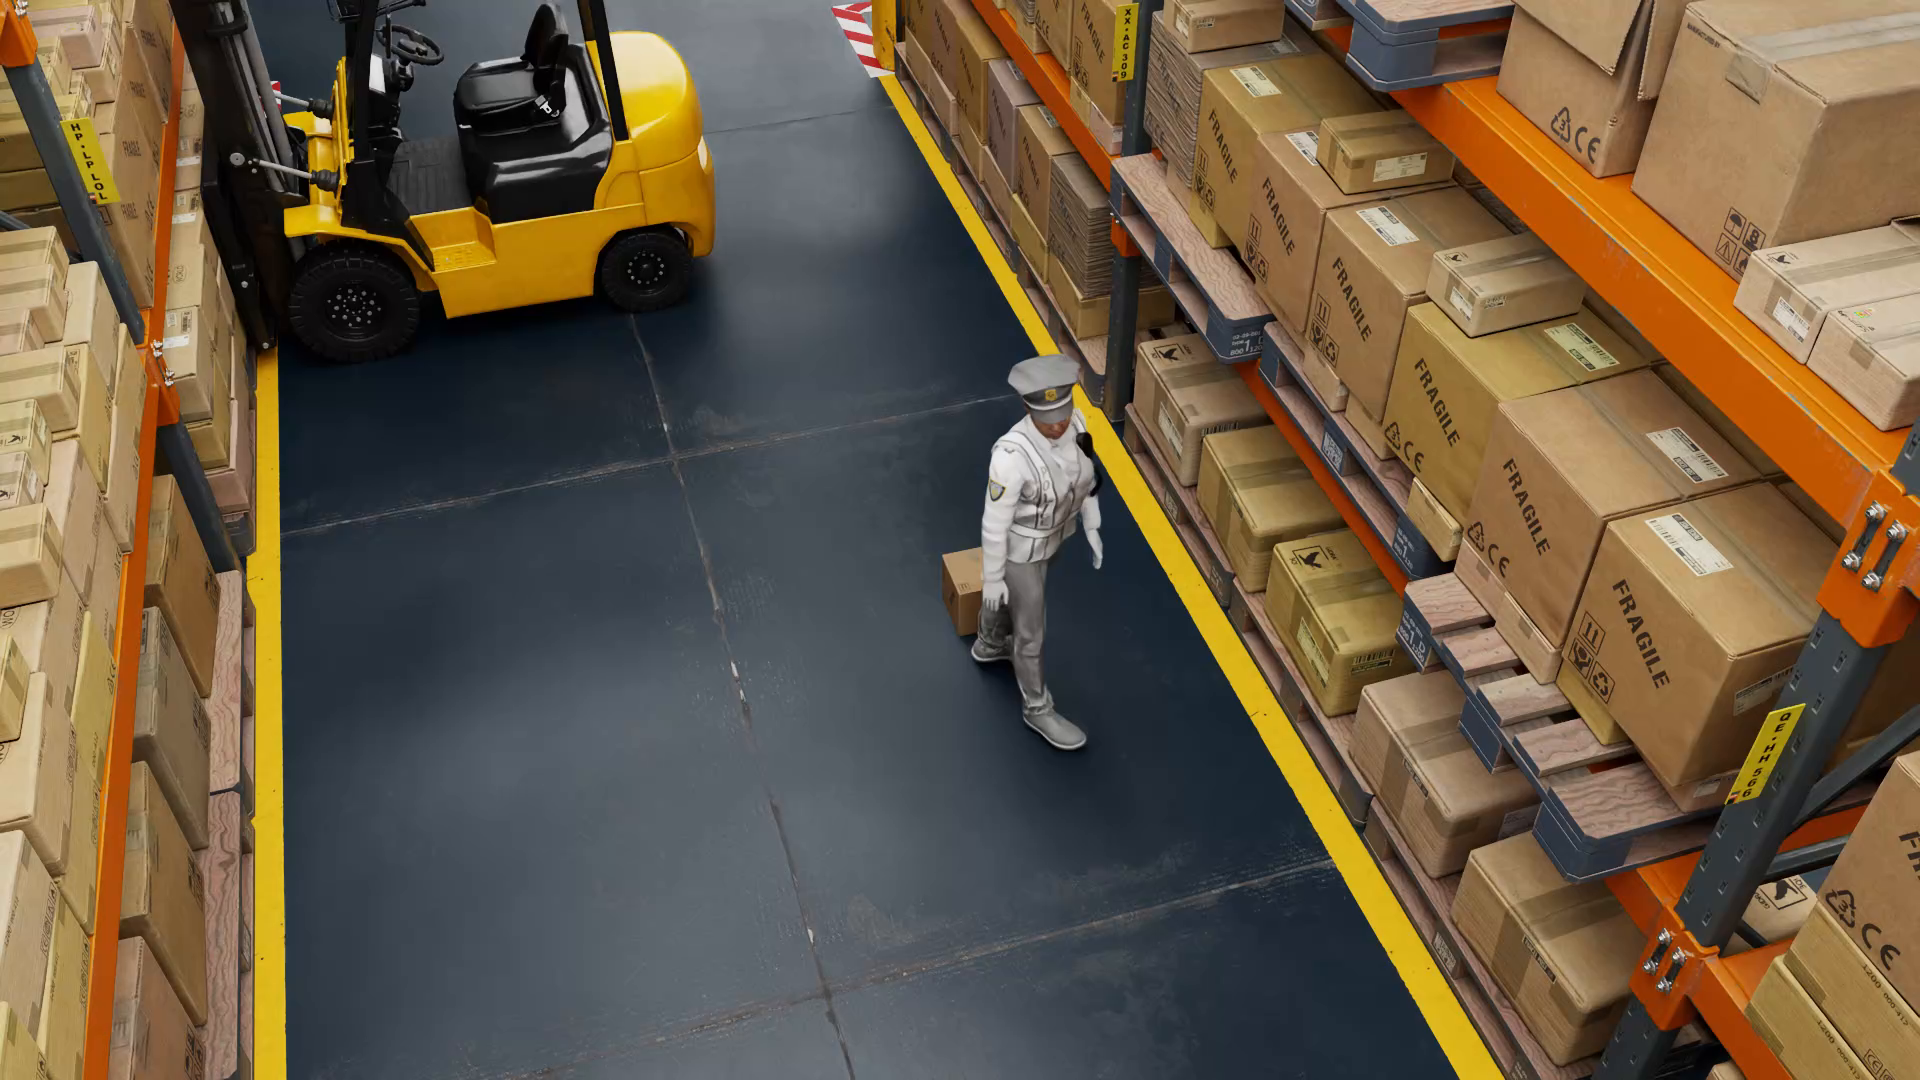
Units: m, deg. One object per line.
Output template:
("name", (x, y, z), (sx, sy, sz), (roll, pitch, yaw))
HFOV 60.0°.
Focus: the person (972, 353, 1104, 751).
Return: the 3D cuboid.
("person", (0.283, 0.019, 6.108), (0.642, 1.649, 0.530), (24, 48, 24))
